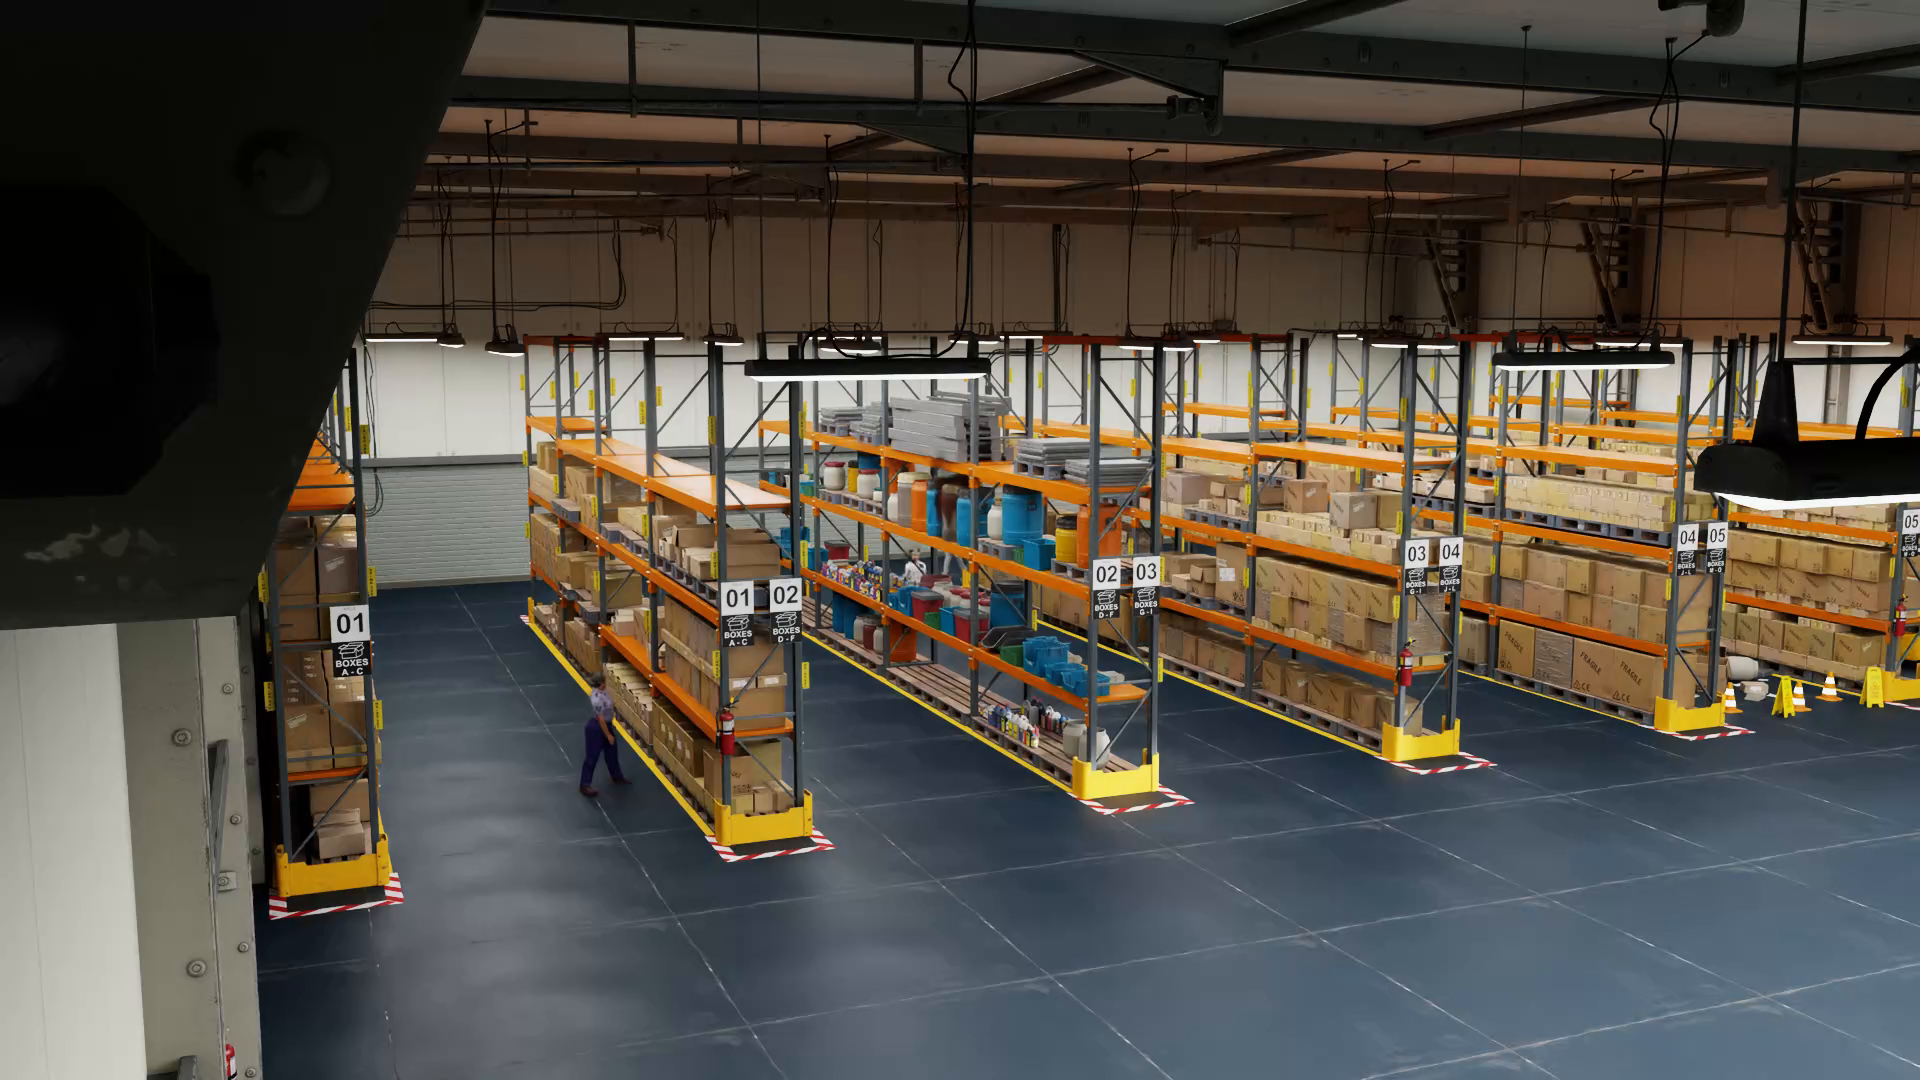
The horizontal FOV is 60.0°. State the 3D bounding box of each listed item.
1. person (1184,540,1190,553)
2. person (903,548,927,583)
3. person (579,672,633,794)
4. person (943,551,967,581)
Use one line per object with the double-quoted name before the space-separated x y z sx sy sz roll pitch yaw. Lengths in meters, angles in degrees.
"person" 5.990 -0.376 43.884 0.571 1.803 0.507 -2 8 -18
"person" -0.905 0.973 34.181 0.495 1.639 0.956 -4 9 -28
"person" -4.791 2.562 22.373 0.605 1.649 0.684 0 8 3
"person" -0.164 0.234 39.669 0.542 1.643 0.983 5 9 35
